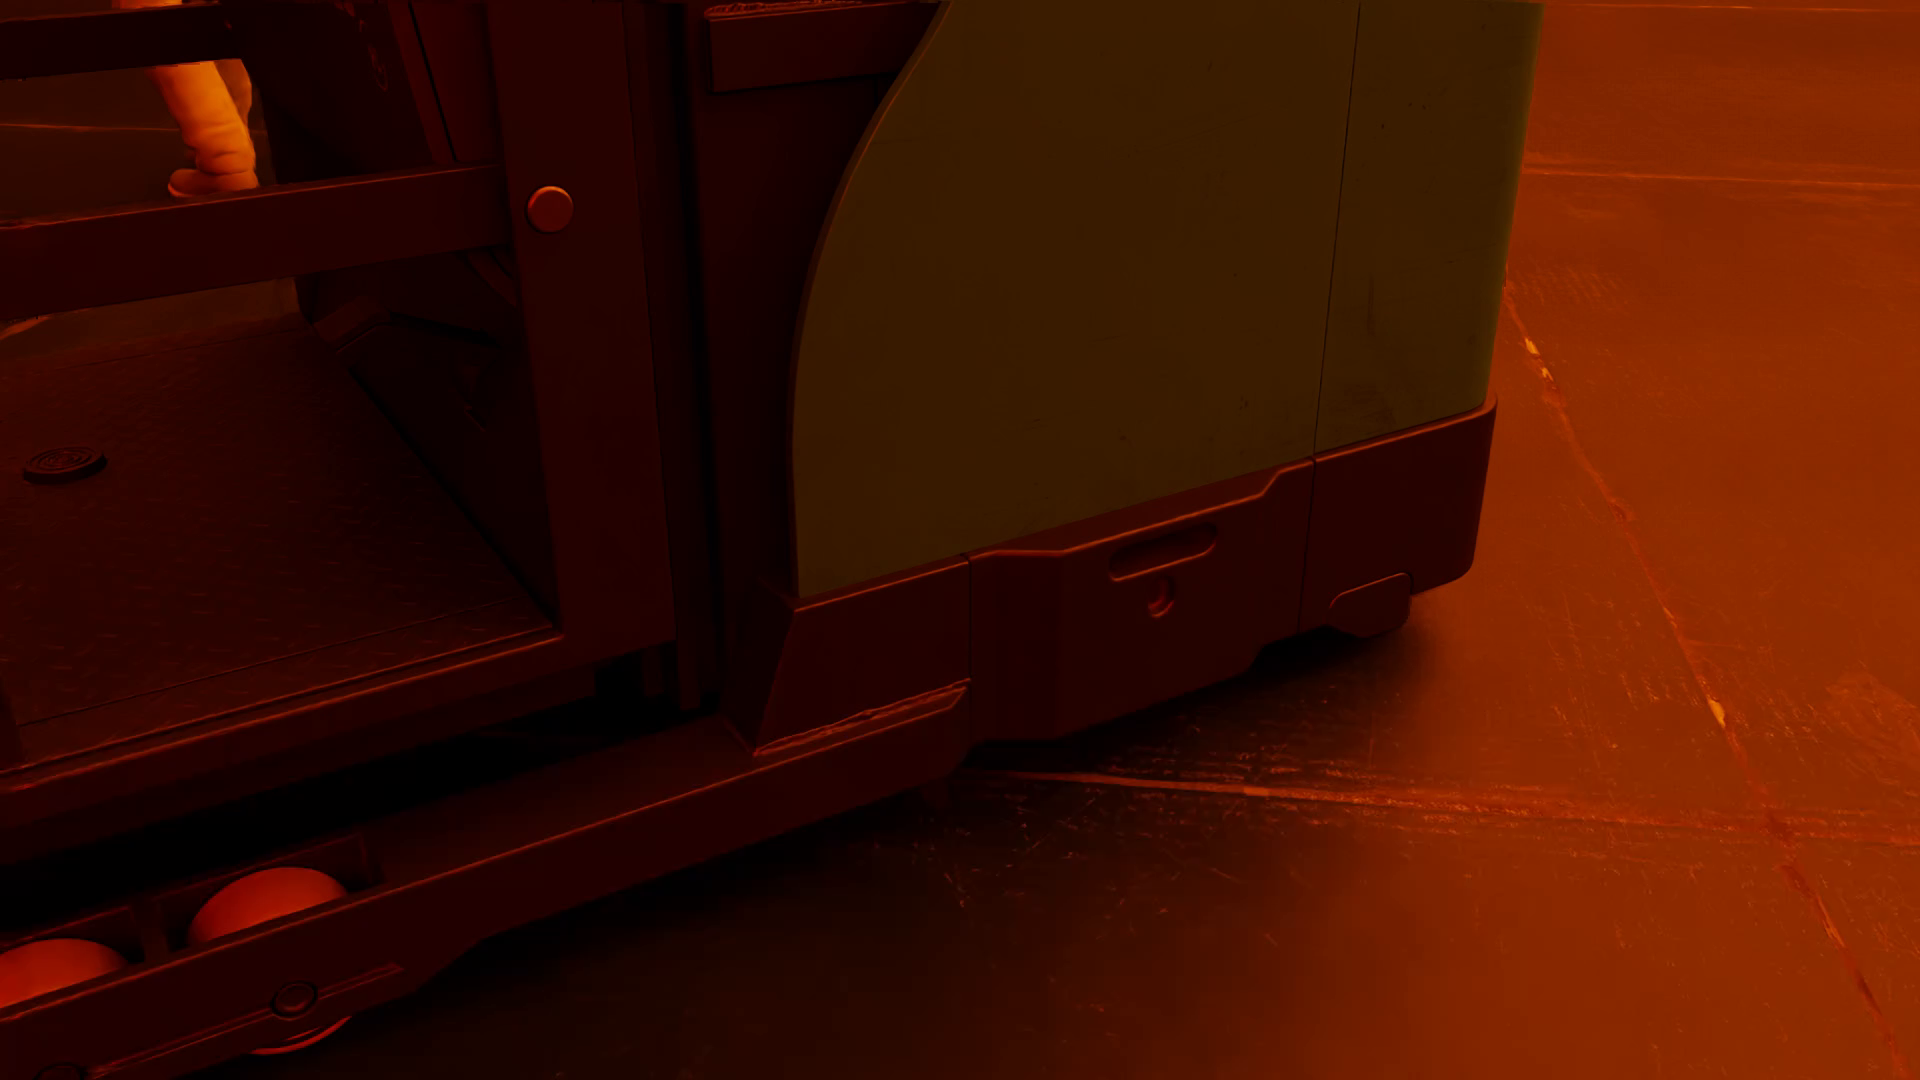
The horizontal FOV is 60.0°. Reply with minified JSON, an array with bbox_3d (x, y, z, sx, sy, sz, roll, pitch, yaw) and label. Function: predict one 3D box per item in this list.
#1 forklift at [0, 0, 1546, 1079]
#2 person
[{"bbox_3d":[-0.817,-1.060,1.342,3.031,2.935,1.130,-15,30,-28],"label":"forklift"},{"bbox_3d":[-1.961,-1.705,4.045,0.701,1.756,1.011,20,33,34],"label":"person"}]
